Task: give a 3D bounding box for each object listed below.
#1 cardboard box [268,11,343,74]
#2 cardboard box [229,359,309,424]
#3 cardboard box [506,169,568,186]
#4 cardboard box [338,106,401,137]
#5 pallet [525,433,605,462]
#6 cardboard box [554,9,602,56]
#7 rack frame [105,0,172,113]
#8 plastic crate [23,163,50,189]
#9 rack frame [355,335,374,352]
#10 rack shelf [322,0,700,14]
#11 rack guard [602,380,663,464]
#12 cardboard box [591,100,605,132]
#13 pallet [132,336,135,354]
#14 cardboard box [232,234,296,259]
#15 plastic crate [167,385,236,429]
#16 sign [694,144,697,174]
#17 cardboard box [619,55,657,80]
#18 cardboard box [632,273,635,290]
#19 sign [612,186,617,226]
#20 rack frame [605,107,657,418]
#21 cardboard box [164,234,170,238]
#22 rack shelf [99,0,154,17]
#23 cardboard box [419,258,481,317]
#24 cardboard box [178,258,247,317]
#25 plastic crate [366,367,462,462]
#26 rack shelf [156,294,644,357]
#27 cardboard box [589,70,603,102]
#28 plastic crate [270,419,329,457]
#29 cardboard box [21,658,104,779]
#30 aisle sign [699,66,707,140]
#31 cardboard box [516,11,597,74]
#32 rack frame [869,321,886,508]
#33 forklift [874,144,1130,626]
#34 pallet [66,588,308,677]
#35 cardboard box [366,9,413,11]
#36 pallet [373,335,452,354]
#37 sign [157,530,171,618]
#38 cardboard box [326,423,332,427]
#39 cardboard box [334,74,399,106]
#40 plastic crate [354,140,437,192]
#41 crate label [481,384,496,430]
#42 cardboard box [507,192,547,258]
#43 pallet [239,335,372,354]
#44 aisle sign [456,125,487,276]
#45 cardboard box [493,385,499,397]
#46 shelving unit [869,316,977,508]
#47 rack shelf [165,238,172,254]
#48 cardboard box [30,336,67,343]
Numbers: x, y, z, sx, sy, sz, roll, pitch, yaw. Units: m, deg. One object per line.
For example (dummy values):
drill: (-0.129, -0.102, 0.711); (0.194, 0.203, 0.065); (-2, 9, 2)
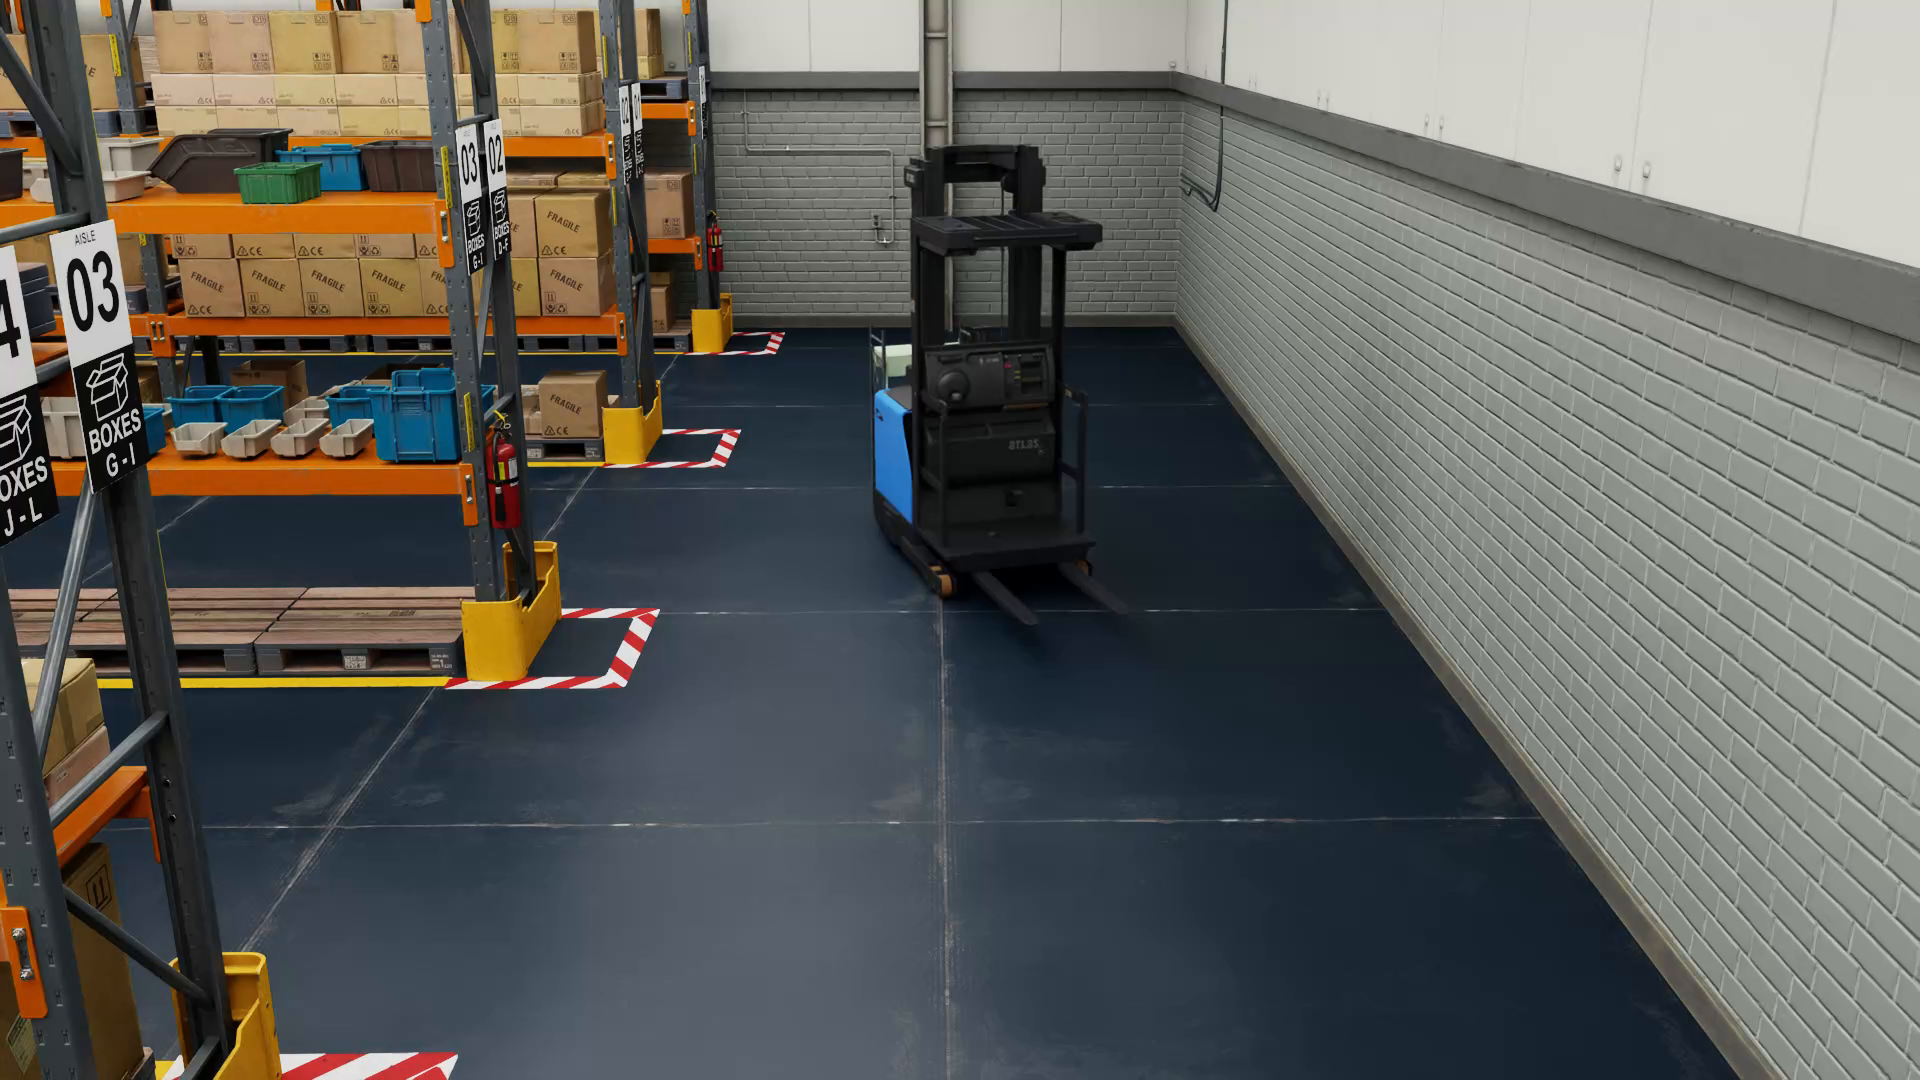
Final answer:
cardboard box: (-5.400, -4.182, 13.963); (0.500, 0.500, 0.700); (0, 18, -1)
cardboard box: (-6.323, -1.361, 15.253); (0.500, 0.500, 0.500); (0, 18, -1)
cardboard box: (-4.970, -3.915, 19.349); (0.700, 0.700, 0.980); (-1, 18, -4)
cardboard box: (-4.898, -3.543, 14.017); (0.500, 0.250, 0.500); (0, 18, -1)
pallet: (-3.761, -0.940, 15.132); (1.213, 0.211, 1.003); (0, 18, -1)
cardboard box: (-4.198, -5.661, 18.539); (0.500, 0.500, 0.500); (0, 18, 1)
rack frame: (-6.888, -5.109, 13.743); (0.127, 3.000, 1.000); (0, 18, -1)
plastic crate: (-5.548, -2.165, 9.907); (0.466, 0.136, 0.293); (0, 18, -1)
rack frame: (-6.970, -3.766, 19.376); (0.127, 3.000, 1.000); (0, 18, -1)
rack shelf: (-4.970, -6.099, 18.661); (4.000, 0.370, 1.077); (0, 18, -1)
rack guard: (-2.964, -1.082, 15.101); (0.348, 0.500, 1.175); (0, 18, -1)
cardboard box: (-3.406, -3.704, 14.519); (0.500, 0.250, 0.500); (0, 18, -1)
pallet: (-10.180, -2.399, 19.682); (1.213, 0.211, 1.003); (0, 18, -1)
cardboard box: (-5.896, -2.696, 14.239); (0.500, 0.500, 0.500); (-1, 18, -3)
plastic crate: (-4.682, -0.800, 10.306); (0.300, 0.233, 0.416); (0, 18, -1)
sign: (-2.976, -4.283, 18.706); (0.005, 0.325, 0.100); (0, 18, -1)
cardboard box: (-3.698, -5.305, 18.658); (0.500, 0.250, 0.500); (0, 18, 1)
cardboard box: (-3.794, -3.013, 19.374); (0.250, 0.149, 0.380); (0, 18, -2)
sign: (-2.900, -2.804, 13.966); (0.005, 0.325, 0.100); (0, 18, -1)
rack frame: (-2.888, -2.272, 14.720); (0.127, 3.000, 1.000); (0, 18, -1)
cardboard box: (-9.103, -3.578, 19.169); (0.250, 0.149, 0.380); (0, 18, -1)
rack shelf: (-8.888, -4.567, 13.884); (4.000, 0.370, 1.077); (0, 18, -1)
cardboard box: (-4.349, -2.230, 14.425); (0.500, 0.500, 0.500); (0, 18, 0)
cardboard box: (-6.374, -2.220, 14.393); (0.500, 0.500, 0.500); (0, 18, 1)
plastic crate: (-3.146, -0.746, 9.806); (0.499, 0.435, 0.616); (0, 18, -1)
rack shelf: (-4.888, -1.920, 14.800); (4.000, 0.370, 1.077); (0, 18, -1)
cardboard box: (-3.406, -3.944, 14.448); (0.500, 0.250, 0.500); (0, 18, -1)
plastic crate: (-3.916, -0.606, 9.860); (0.243, 0.136, 0.396); (0, 18, -1)
cardboard box: (-3.220, 0.603, 5.515); (0.500, 0.250, 0.500); (-1, 18, -2)
aisle sign: (-2.894, -4.932, 18.754); (0.004, 0.787, 0.394); (0, 18, -1)
cardboard box: (-3.402, -4.217, 14.070); (0.500, 0.500, 0.700); (0, 18, -1)
rack frame: (-0.635, -0.929, 12.987); (0.023, 1.500, 0.400); (-6, 19, -17)
forklift: (0.277, -1.135, 11.287); (1.130, 2.935, 3.031); (-6, 19, -17)
pallet: (-4.856, 0.566, 10.439); (1.213, 0.211, 1.003); (0, 18, -1)
cardboard box: (-6.252, -5.645, 18.491); (0.500, 0.500, 0.500); (0, 18, -1)
pallet: (-6.208, -2.418, 19.739); (1.213, 0.211, 1.003); (0, 18, -1)
sign: (-2.738, 0.134, 5.672); (0.005, 0.325, 0.100); (0, 18, -1)
cardboard box: (-5.600, -1.056, 14.848); (0.250, 0.166, 0.380); (0, 18, -1)
cardboard box: (-4.898, -3.779, 13.932); (0.500, 0.250, 0.500); (0, 18, -1)
plastic crate: (-3.203, -2.209, 9.825); (0.590, 0.269, 0.497); (0, 18, -1)
crate label: (-3.066, -0.807, 10.330); (0.303, 0.233, 0.416); (0, 18, -1)
cardboard box: (-3.834, -2.707, 14.275); (0.500, 0.500, 0.500); (0, 18, 1)
pallet: (-7.740, -2.411, 19.719); (1.213, 0.211, 1.003); (0, 18, -1)
aisle sign: (-2.737, -1.908, 9.329); (0.004, 0.787, 0.394); (0, 18, -1)
cardboard box: (-4.436, -1.252, 15.320); (0.500, 0.250, 0.500); (0, 18, -1)
shelving unit: (-0.287, -0.963, 13.095); (0.755, 1.500, 0.431); (-6, 19, -17)
rack shelf: (-8.969, -3.414, 19.456); (4.000, 0.370, 1.077); (0, 18, -1)
cardboard box: (-8.375, -1.696, 15.070); (0.500, 0.250, 0.500); (0, 18, -1)
